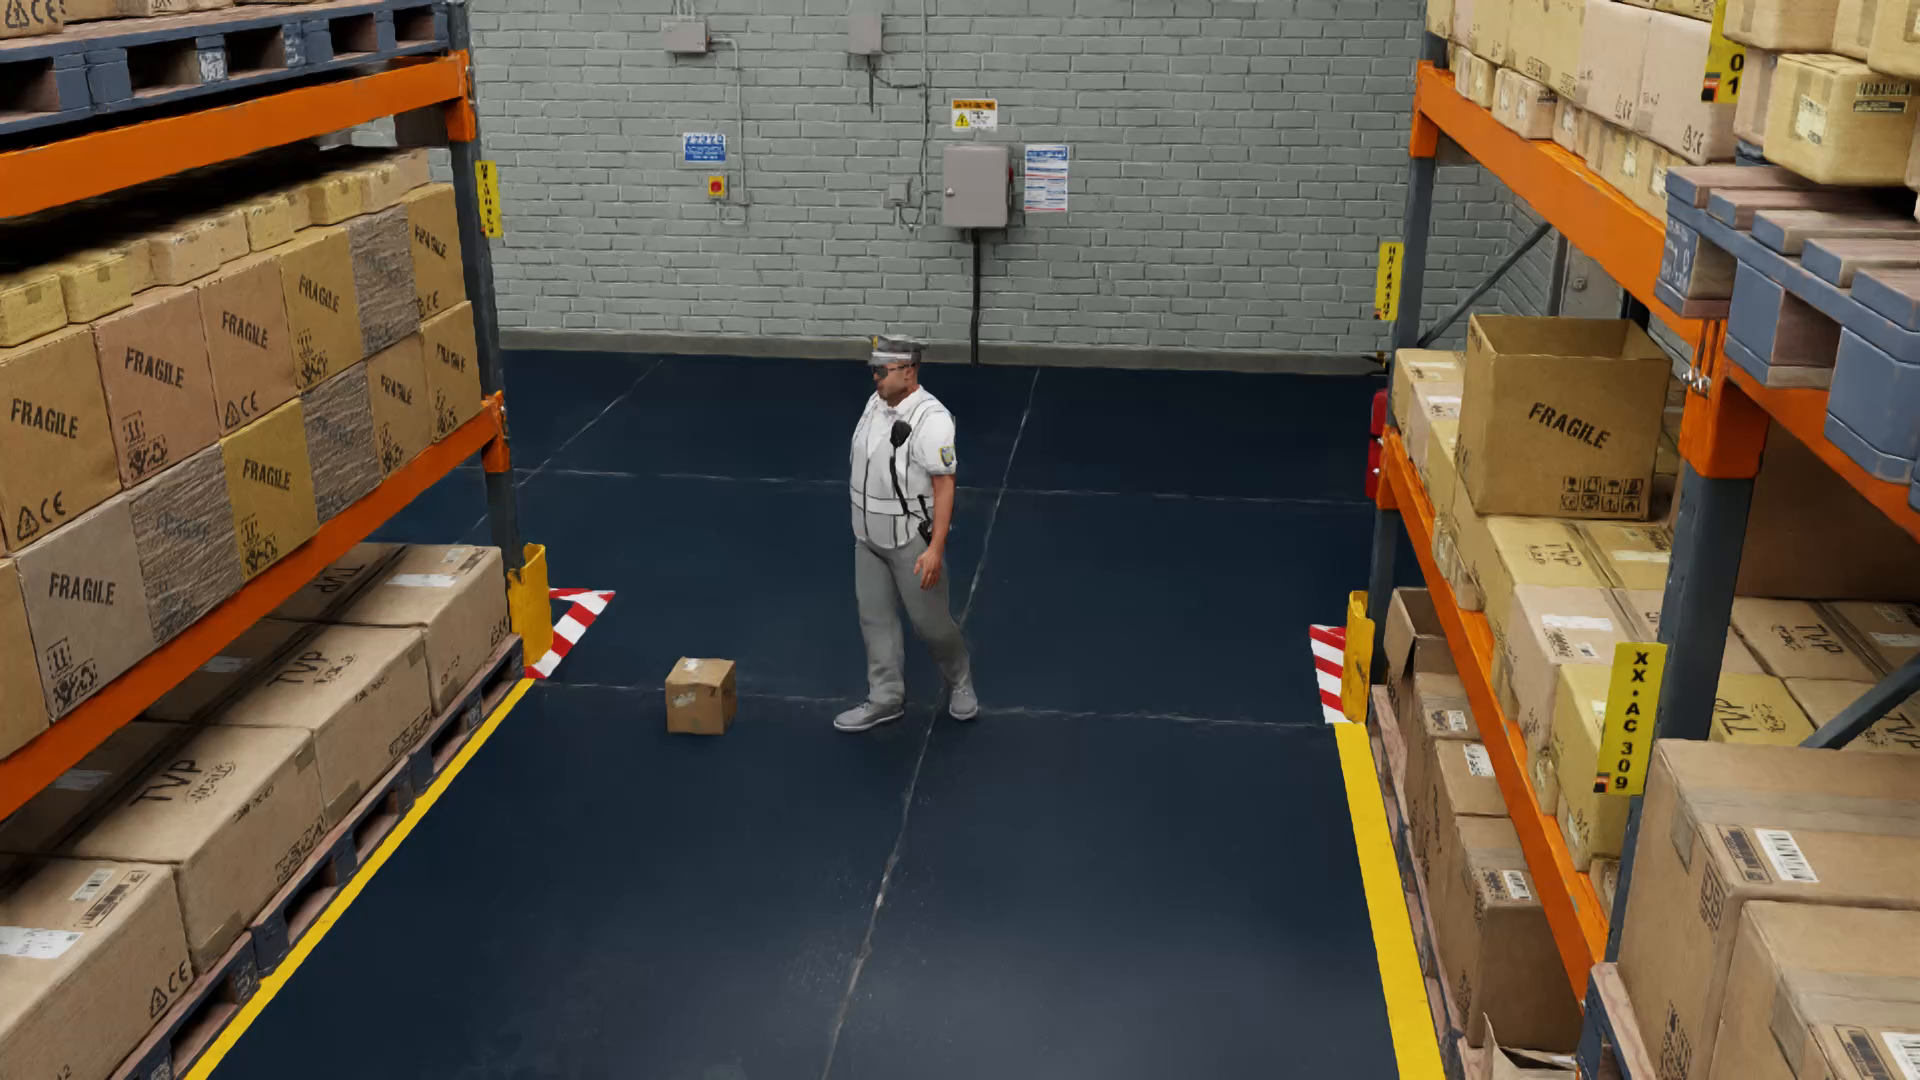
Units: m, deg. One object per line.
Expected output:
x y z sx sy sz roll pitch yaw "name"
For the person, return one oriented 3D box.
-0.235 -0.036 7.151 0.602 1.757 0.662 19 28 41 "person"
